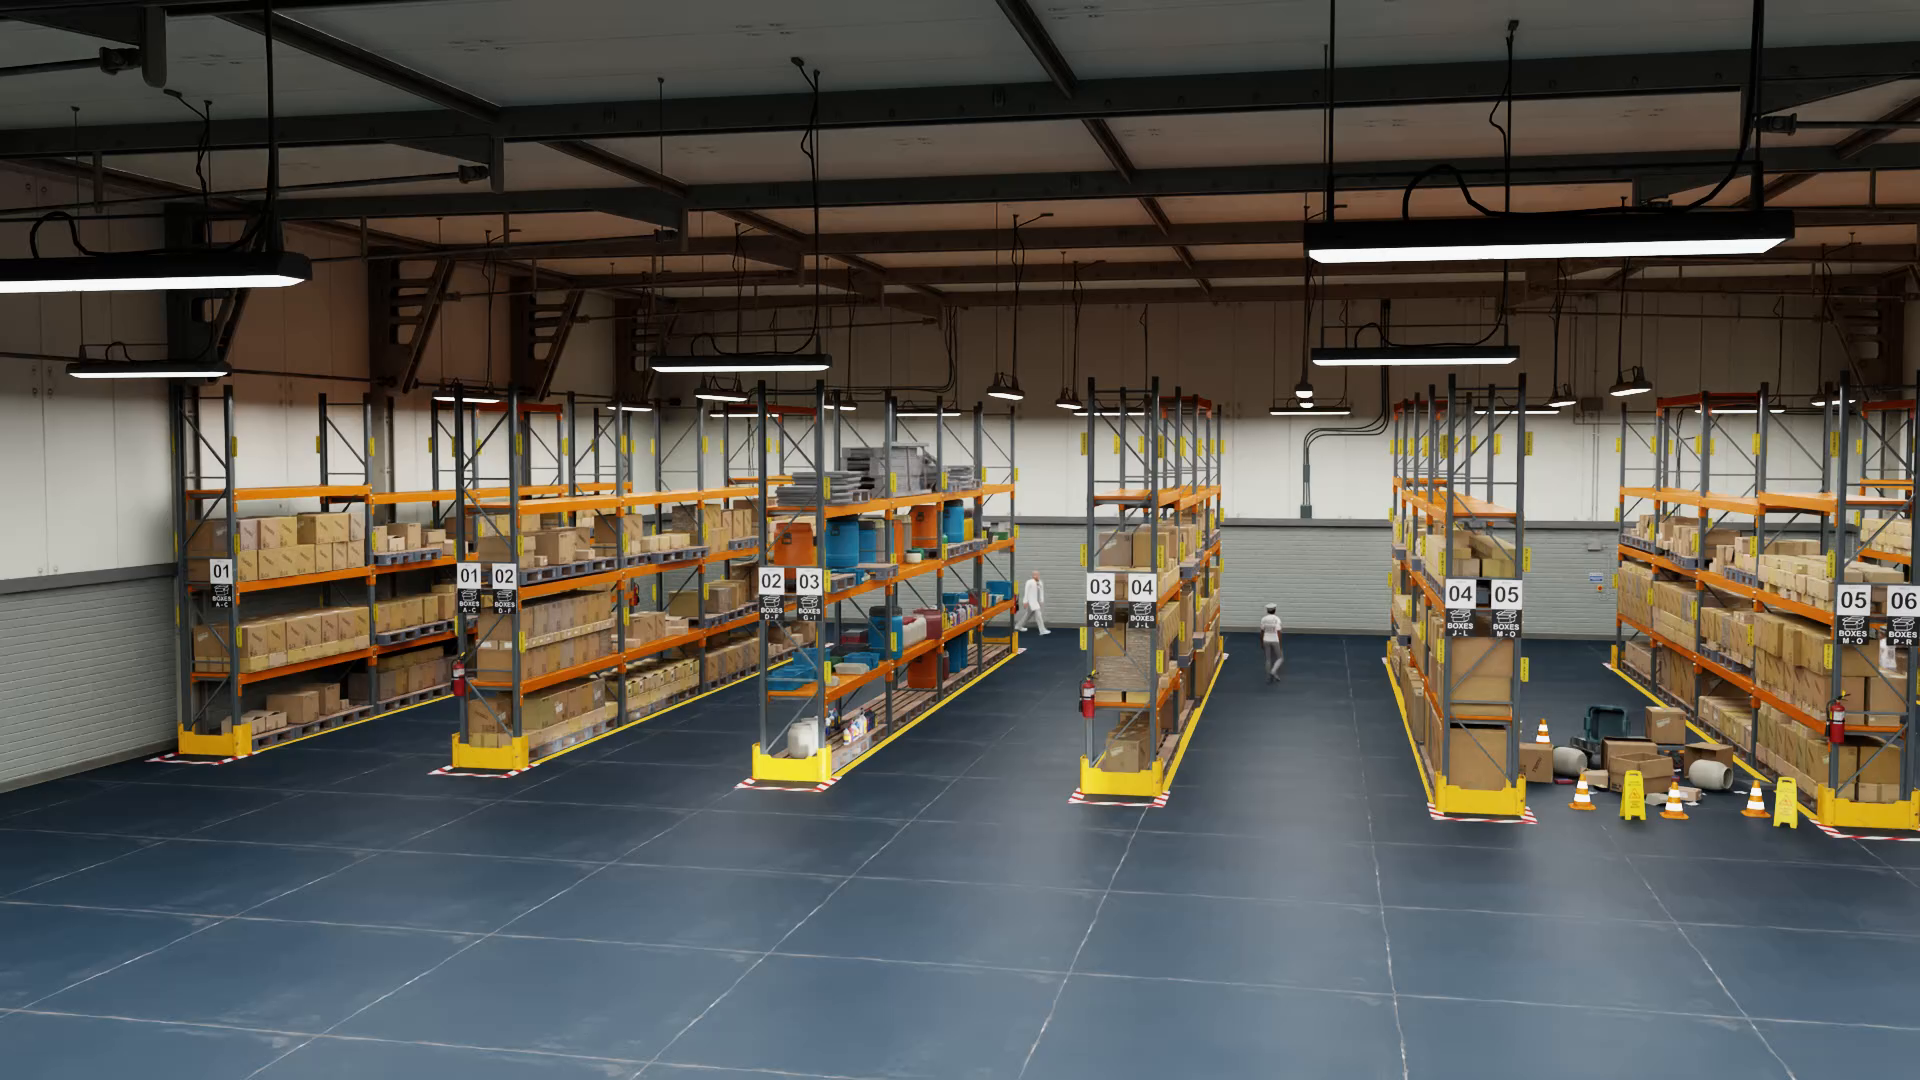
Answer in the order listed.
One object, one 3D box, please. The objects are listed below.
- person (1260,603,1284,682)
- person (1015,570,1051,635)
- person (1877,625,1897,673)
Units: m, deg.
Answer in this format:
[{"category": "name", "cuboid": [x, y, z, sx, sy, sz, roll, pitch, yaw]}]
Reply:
[{"category": "person", "cuboid": [6.602, 2.195, 35.268, 0.500, 1.676, 0.466, 2, 4, 28]}, {"category": "person", "cuboid": [1.969, 1.659, 44.450, 1.206, 1.719, 0.559, 2, 4, 31]}, {"category": "person", "cuboid": [17.239, 2.454, 30.892, 0.475, 1.706, 0.539, -1, 3, -10]}]
